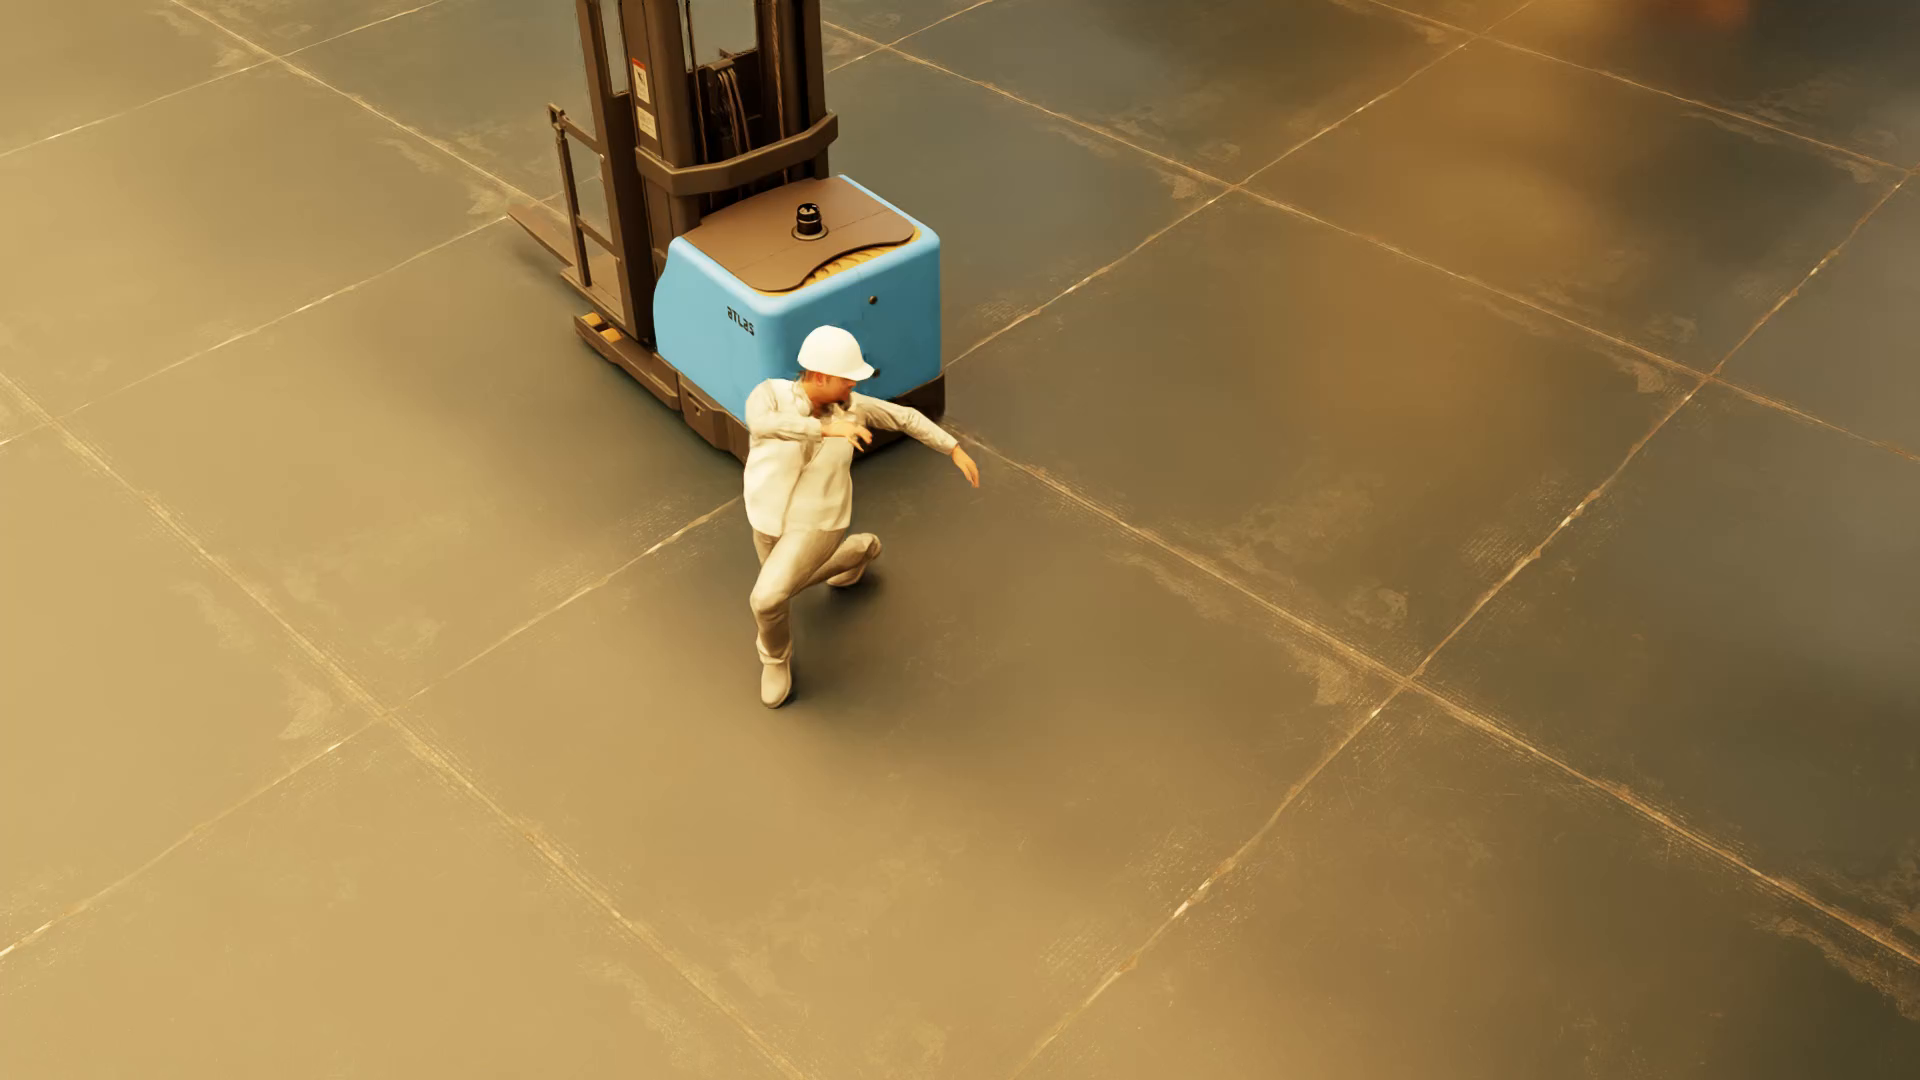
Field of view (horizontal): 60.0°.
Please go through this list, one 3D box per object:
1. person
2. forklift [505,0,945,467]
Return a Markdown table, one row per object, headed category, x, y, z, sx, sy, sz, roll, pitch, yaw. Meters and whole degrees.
| category | x | y | z | sx | sy | sz | roll | pitch | yaw |
| --- | --- | --- | --- | --- | --- | --- | --- | --- | --- |
| person | -0.451 | -0.125 | 6.696 | 0.888 | 1.474 | 0.976 | 12 | 42 | 13 |
| forklift | -1.401 | -2.247 | 8.047 | 1.130 | 2.935 | 3.031 | -28 | 48 | -29 |
